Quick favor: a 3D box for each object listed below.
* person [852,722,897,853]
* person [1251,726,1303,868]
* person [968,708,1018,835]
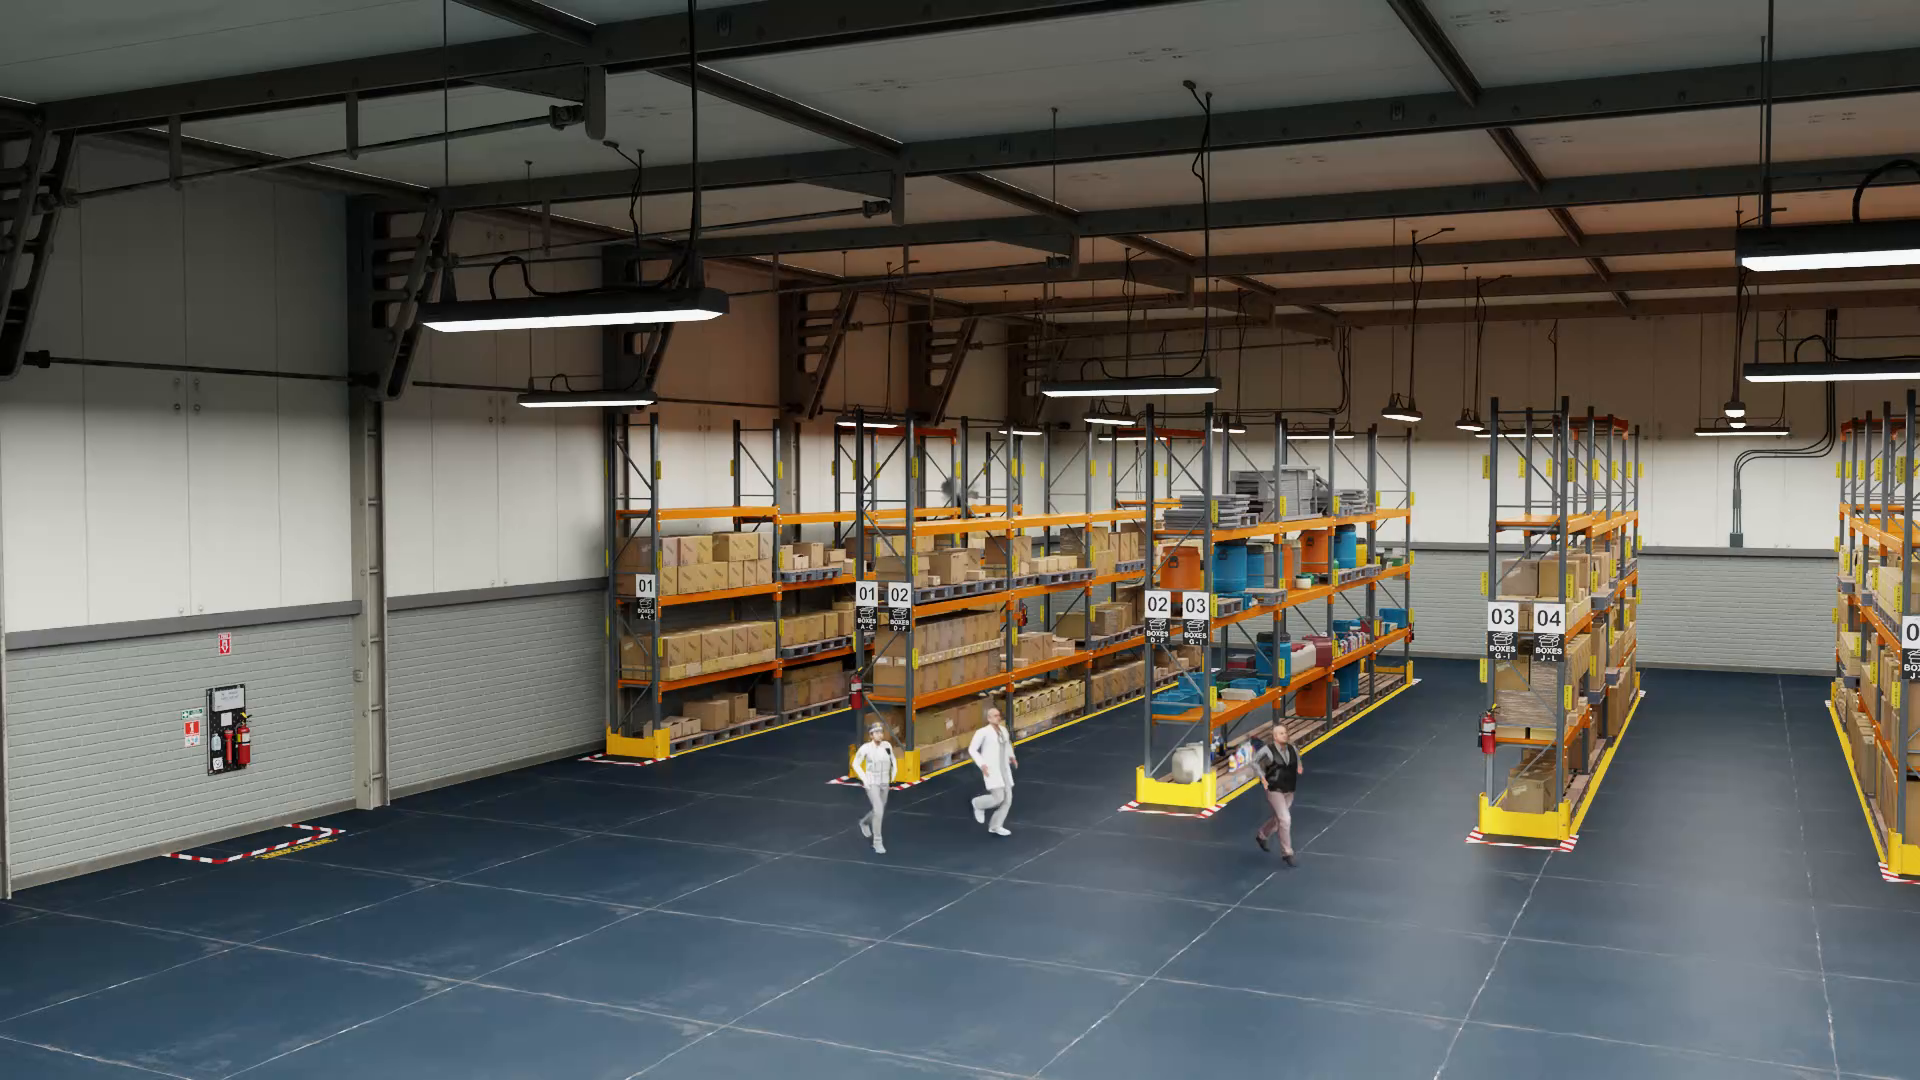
[{"bbox_3d":[-1.124,3.247,22.002,0.622,1.738,0.676,-2,3,-33],"label":"person"},{"bbox_3d":[4.101,3.241,21.298,0.641,1.749,0.892,-1,3,-29],"label":"person"},{"bbox_3d":[0.469,3.179,22.933,0.726,1.726,0.631,-2,3,-40],"label":"person"}]
